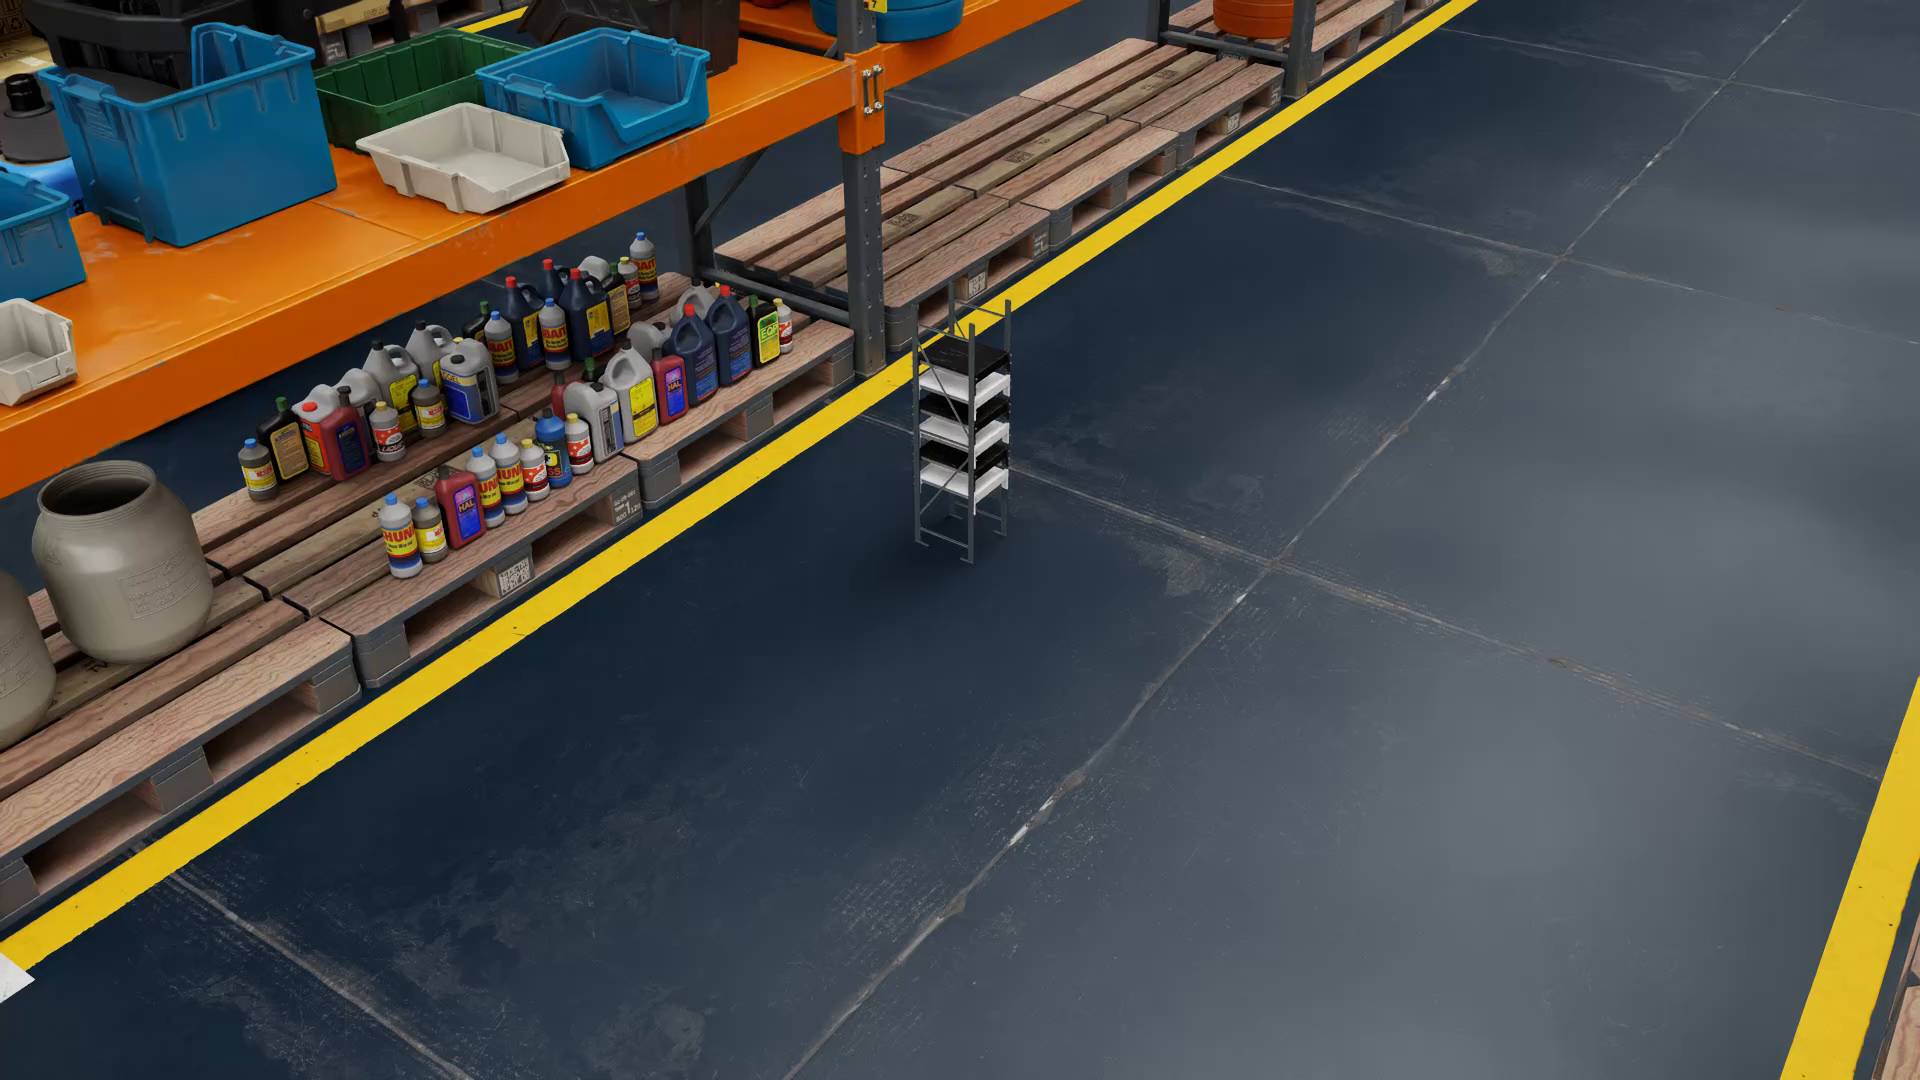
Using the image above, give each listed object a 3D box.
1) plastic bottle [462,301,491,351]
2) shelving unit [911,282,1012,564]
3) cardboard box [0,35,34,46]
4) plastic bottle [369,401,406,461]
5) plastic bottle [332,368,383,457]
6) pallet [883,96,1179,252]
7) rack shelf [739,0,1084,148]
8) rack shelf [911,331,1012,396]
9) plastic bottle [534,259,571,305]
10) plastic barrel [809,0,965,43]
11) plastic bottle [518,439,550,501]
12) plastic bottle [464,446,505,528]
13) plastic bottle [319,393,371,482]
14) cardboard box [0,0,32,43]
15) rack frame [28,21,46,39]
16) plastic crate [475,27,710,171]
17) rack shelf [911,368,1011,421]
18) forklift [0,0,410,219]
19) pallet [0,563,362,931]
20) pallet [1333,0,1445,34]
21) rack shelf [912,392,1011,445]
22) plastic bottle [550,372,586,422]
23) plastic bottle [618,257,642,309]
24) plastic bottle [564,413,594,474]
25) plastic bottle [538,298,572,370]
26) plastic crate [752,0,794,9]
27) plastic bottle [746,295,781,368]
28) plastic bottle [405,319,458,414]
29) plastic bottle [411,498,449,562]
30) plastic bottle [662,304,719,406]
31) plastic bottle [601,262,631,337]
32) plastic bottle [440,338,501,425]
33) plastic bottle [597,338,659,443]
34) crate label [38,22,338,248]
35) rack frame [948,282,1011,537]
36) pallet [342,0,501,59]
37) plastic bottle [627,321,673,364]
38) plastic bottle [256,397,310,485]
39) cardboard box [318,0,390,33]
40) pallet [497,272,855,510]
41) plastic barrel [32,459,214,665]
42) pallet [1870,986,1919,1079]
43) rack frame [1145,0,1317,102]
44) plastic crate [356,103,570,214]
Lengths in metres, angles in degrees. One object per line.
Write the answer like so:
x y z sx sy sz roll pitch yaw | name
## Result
-1.783 -0.744 6.204 0.061 0.283 0.133 23 40 30 | plastic bottle
0.005 -0.376 5.503 0.258 0.900 0.210 21 39 28 | shelving unit
-5.326 -2.577 8.963 0.500 0.250 0.500 21 39 28 | cardboard box
-1.981 -0.382 5.743 0.097 0.201 0.097 0 34 0 | plastic bottle
-2.094 -0.445 5.768 0.152 0.276 0.135 20 39 27 | plastic bottle
0.365 -1.858 8.308 1.003 0.211 1.213 21 39 28 | pallet
0.395 -2.697 7.703 1.077 0.370 4.000 21 39 28 | rack shelf
0.005 -0.573 5.371 0.258 0.077 0.200 21 39 28 | rack shelf
-1.547 -0.921 6.406 0.144 0.351 0.185 22 40 29 | plastic bottle
-0.276 -2.364 6.120 0.600 0.901 0.708 21 39 28 | plastic barrel
-1.427 -0.241 5.535 0.097 0.201 0.097 0 34 0 | plastic bottle
-1.541 -0.179 5.380 0.097 0.271 0.097 0 34 0 | plastic bottle
-2.085 -0.350 5.622 0.061 0.283 0.133 21 39 28 | plastic bottle
-5.334 -2.891 8.758 0.500 0.500 0.500 21 39 28 | cardboard box
-4.813 -3.659 8.483 1.000 3.000 0.127 21 39 28 | rack frame
-1.153 -1.417 5.301 0.499 0.251 0.616 21 39 28 | plastic crate
0.005 -0.498 5.421 0.258 0.077 0.200 21 39 28 | rack shelf
-2.891 -2.428 6.723 1.130 2.935 3.031 17 38 23 | forklift
-2.554 0.499 4.824 1.003 0.211 1.213 21 39 28 | pallet
2.647 -3.696 11.027 1.003 0.211 1.213 21 39 28 | pallet
0.005 -0.423 5.472 0.258 0.077 0.200 21 39 28 | rack shelf
-1.353 -0.467 5.795 0.061 0.283 0.133 21 39 28 | plastic bottle
-1.345 -1.045 6.722 0.097 0.201 0.097 0 34 0 | plastic bottle
-1.310 -0.336 5.675 0.097 0.201 0.097 0 34 0 | plastic bottle
-1.530 -0.783 6.273 0.097 0.271 0.097 0 34 0 | plastic bottle
-0.721 -2.422 6.597 0.402 0.464 0.583 21 39 28 | plastic crate
-0.749 -0.805 6.295 0.061 0.283 0.133 23 41 30 | plastic bottle
-1.897 -0.639 5.988 0.144 0.351 0.185 21 39 28 | plastic bottle
-1.677 -0.040 5.236 0.097 0.201 0.097 0 34 0 | plastic bottle
-0.985 -0.683 6.055 0.144 0.351 0.185 19 39 26 | plastic bottle
-1.361 -0.934 6.486 0.061 0.283 0.133 21 39 28 | plastic bottle
-1.761 -0.572 5.957 0.152 0.276 0.135 21 39 28 | plastic bottle
-1.169 -0.535 5.835 0.144 0.351 0.185 21 39 28 | plastic bottle
-2.199 -1.182 4.789 0.502 0.435 0.616 21 39 28 | crate label
0.063 -0.423 5.573 0.240 0.900 0.006 21 39 28 | rack frame
-3.730 -3.419 10.617 1.003 0.211 1.213 21 39 28 | pallet
-1.121 -0.688 6.128 0.152 0.276 0.135 21 39 28 | plastic bottle
-2.288 -0.336 5.601 0.061 0.283 0.133 22 40 29 | plastic bottle
-3.793 -3.274 9.994 0.500 0.250 0.500 20 39 27 | cardboard box
-1.163 -0.624 6.485 1.003 0.211 1.213 21 39 28 | pallet
-2.428 0.064 4.823 0.421 0.512 0.421 0 34 0 | plastic barrel
2.275 1.546 3.275 1.003 0.211 1.213 21 39 28 | pallet
1.535 -3.916 8.863 1.000 3.000 0.127 21 39 28 | rack frame
-1.463 -1.138 4.990 0.530 0.136 0.437 21 39 28 | plastic crate
